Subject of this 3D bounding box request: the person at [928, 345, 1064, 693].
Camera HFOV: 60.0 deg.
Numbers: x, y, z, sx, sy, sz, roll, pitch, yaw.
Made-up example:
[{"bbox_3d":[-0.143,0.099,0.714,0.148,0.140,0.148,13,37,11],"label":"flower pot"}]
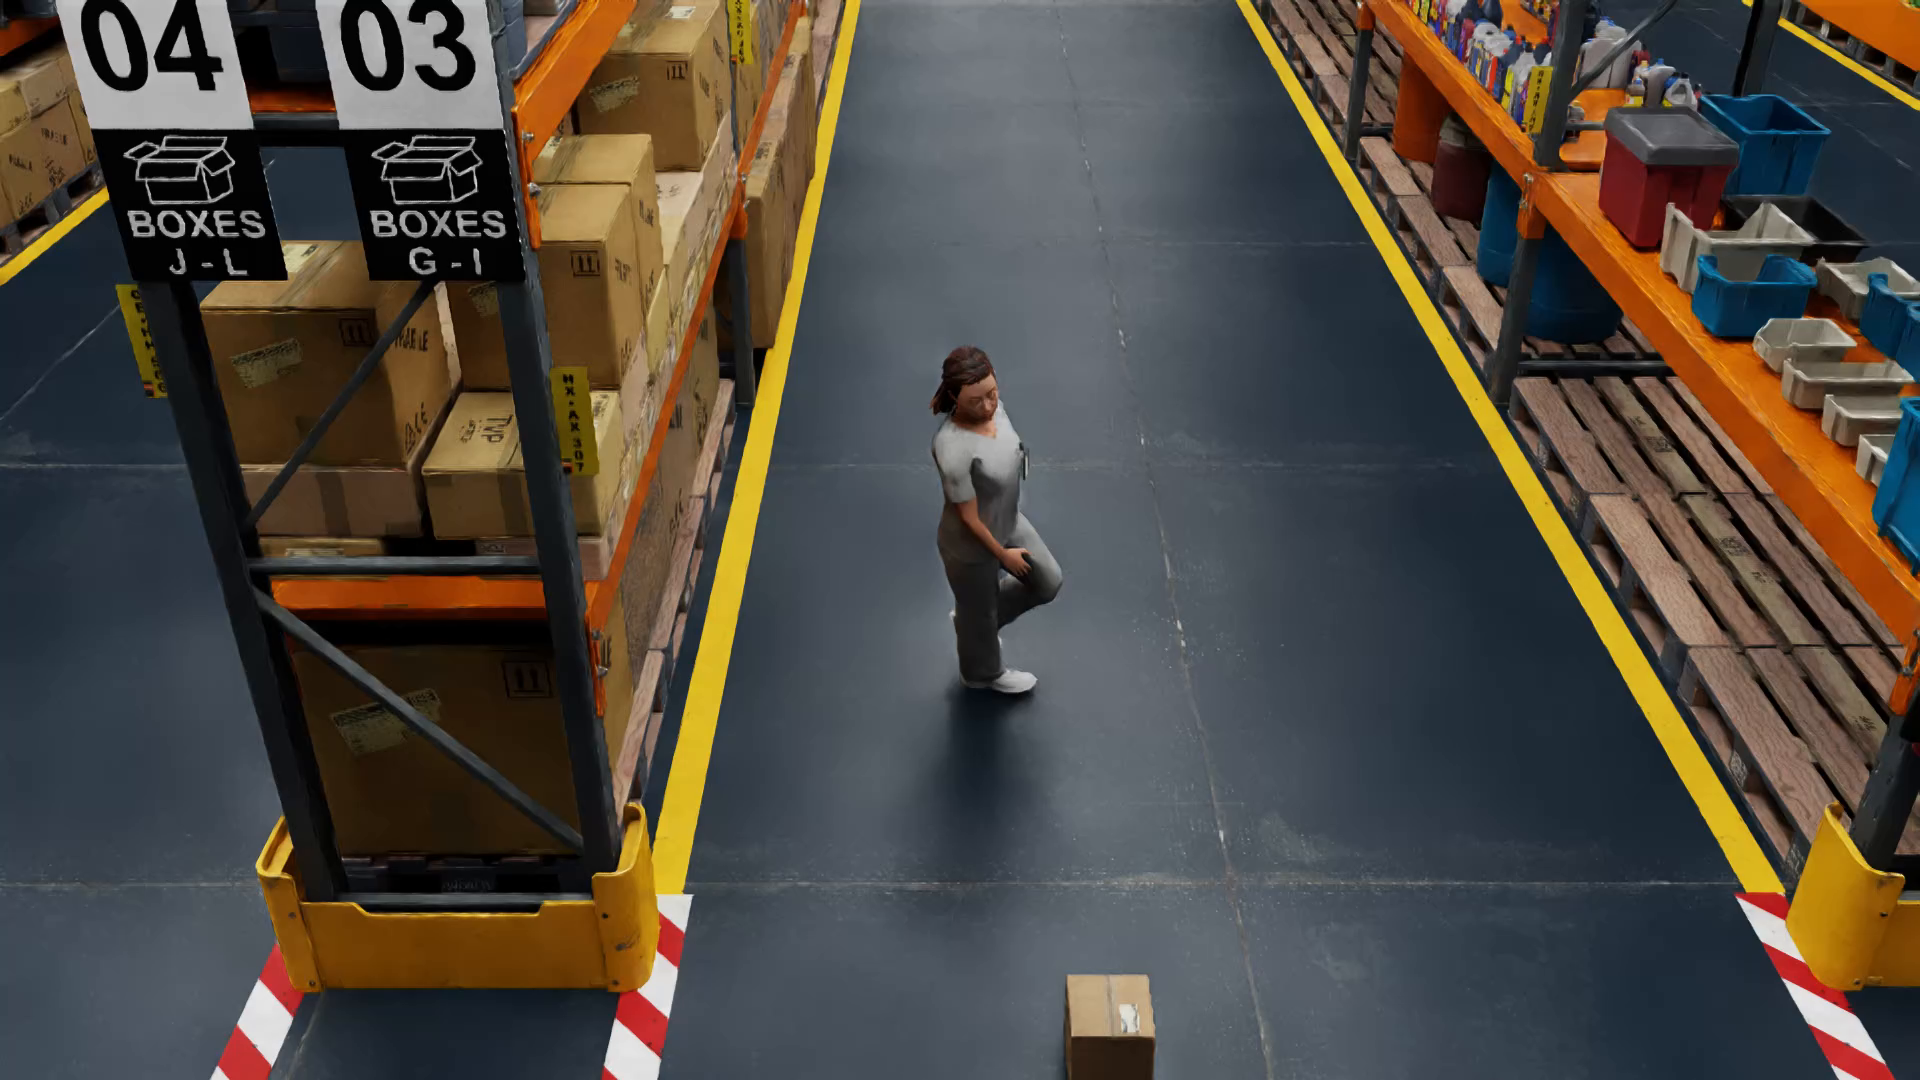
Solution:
[{"bbox_3d":[0.113,-0.037,6.194,0.482,1.634,0.643,12,34,19],"label":"person"}]
